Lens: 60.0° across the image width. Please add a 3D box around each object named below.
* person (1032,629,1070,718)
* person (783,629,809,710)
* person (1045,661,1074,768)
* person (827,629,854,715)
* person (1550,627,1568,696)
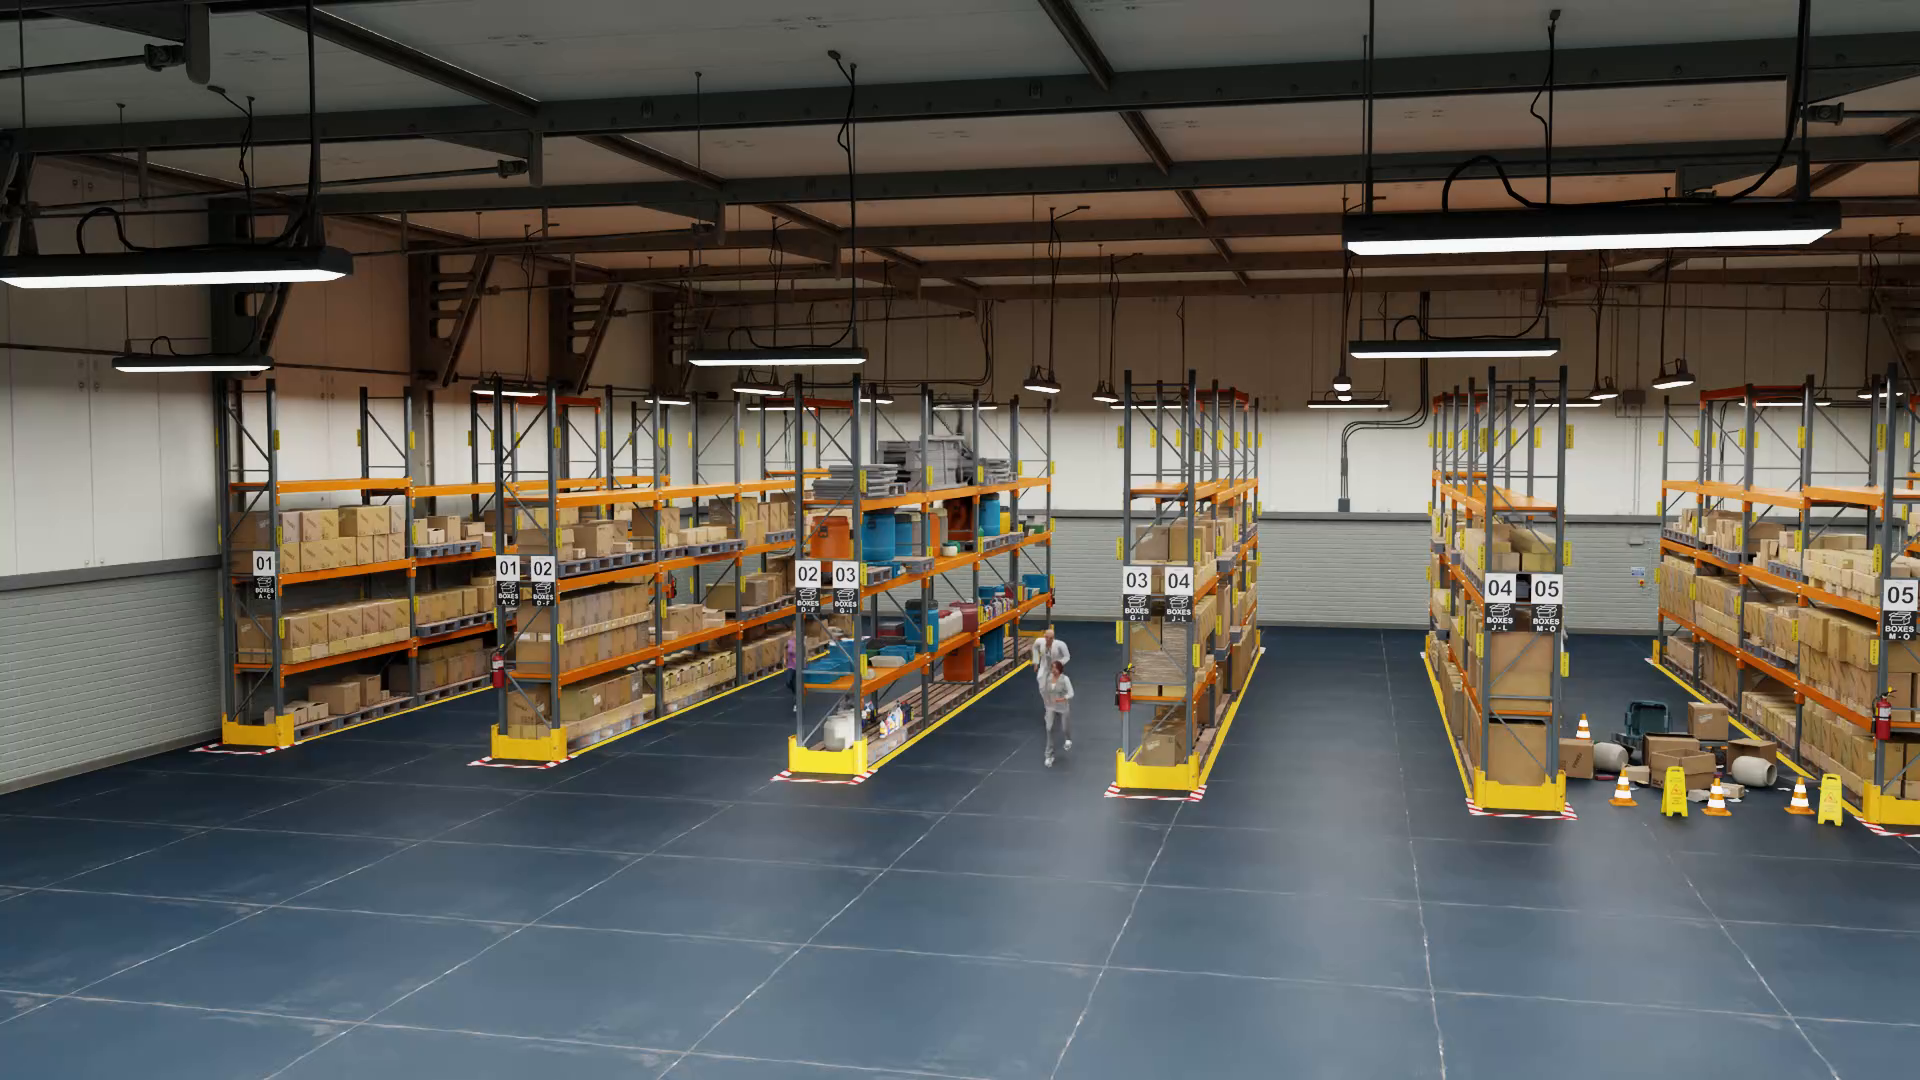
[{"bbox_3d":[1.686,2.398,30.386,0.716,1.636,1.092,1,4,12],"label":"person"},{"bbox_3d":[-3.048,2.388,30.605,0.571,1.547,0.654,1,4,13],"label":"person"},{"bbox_3d":[1.554,2.669,25.851,0.497,1.619,1.005,1,4,19],"label":"person"},{"bbox_3d":[-2.096,2.403,30.699,0.618,1.623,0.973,1,4,18],"label":"person"},{"bbox_3d":[11.366,2.230,31.996,0.660,1.769,1.015,0,3,8],"label":"person"}]
